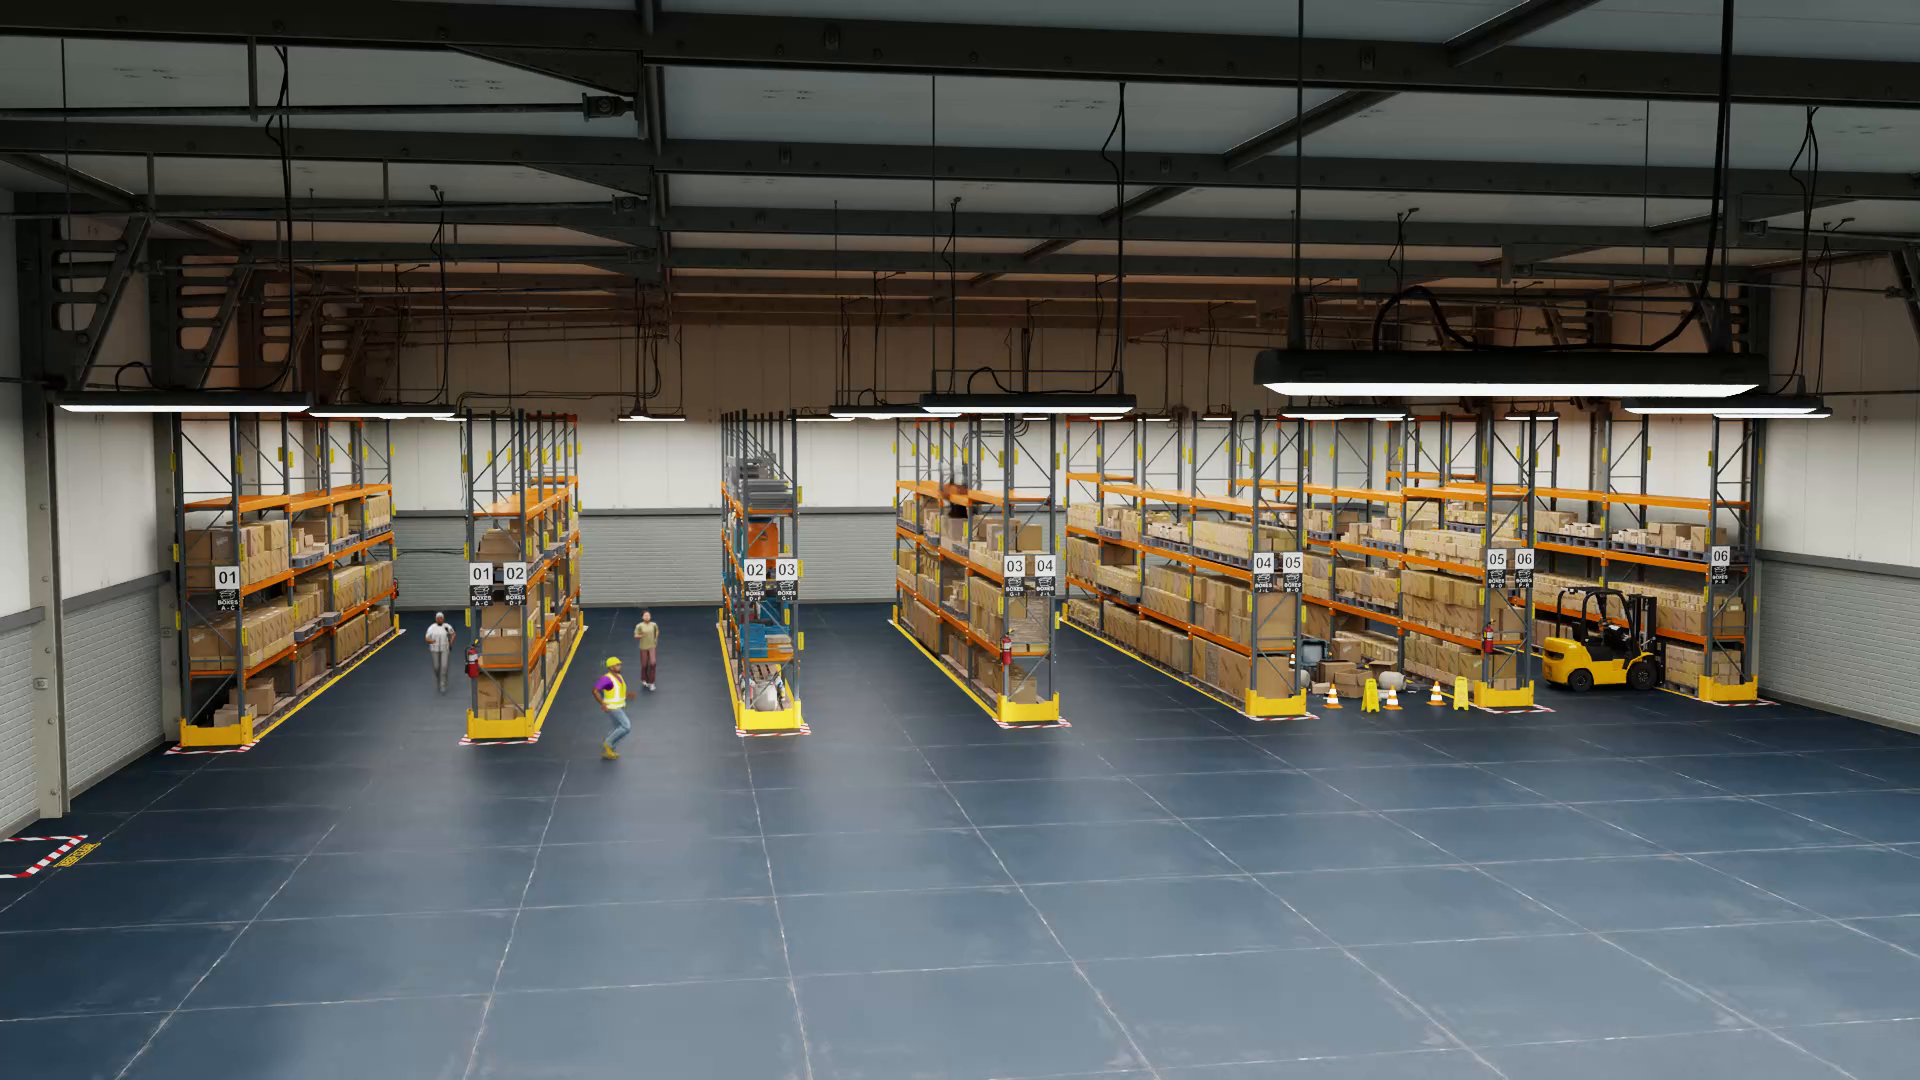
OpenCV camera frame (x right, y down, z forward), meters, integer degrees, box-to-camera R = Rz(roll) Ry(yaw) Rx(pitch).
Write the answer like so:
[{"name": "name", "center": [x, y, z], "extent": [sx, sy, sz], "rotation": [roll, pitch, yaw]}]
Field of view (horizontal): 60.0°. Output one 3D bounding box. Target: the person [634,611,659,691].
[{"name": "person", "center": [-6.768, 2.377, 35.969], "extent": [0.559, 1.717, 0.698], "rotation": [-1, 4, -18]}]

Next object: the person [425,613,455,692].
[{"name": "person", "center": [-11.147, 2.385, 35.671], "extent": [0.612, 1.643, 0.894], "rotation": [-1, 4, -15]}]

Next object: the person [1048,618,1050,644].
[{"name": "person", "center": [2.022, 1.885, 39.133], "extent": [0.560, 1.744, 0.603], "rotation": [-1, 4, -14]}]

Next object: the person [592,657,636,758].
[{"name": "person", "center": [-5.849, 2.861, 28.385], "extent": [0.638, 1.724, 0.687], "rotation": [1, 4, 10]}]
